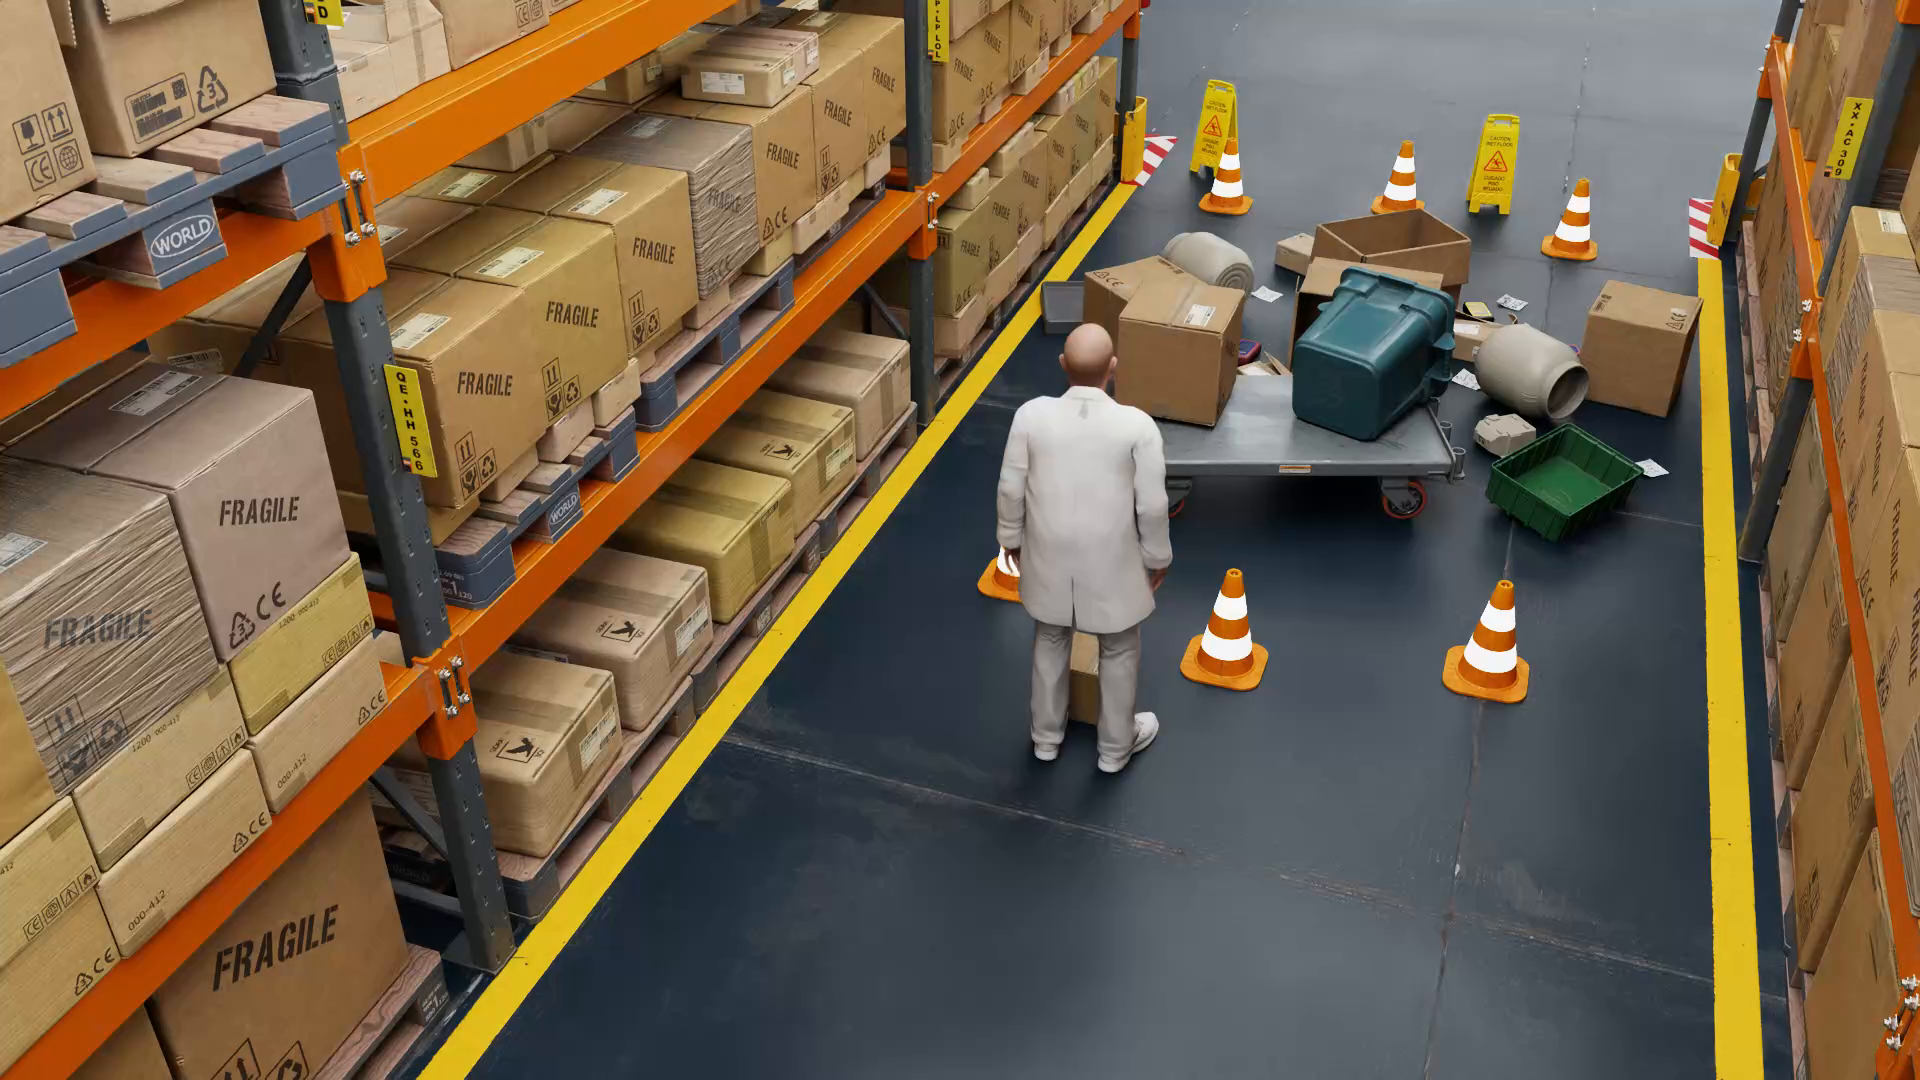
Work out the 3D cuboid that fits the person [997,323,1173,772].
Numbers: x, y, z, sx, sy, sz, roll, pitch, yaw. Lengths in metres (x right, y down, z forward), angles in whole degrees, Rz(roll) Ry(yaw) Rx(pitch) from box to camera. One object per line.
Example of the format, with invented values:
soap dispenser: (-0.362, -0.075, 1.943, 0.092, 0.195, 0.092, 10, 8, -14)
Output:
person: (0.448, 0.047, 6.080, 0.654, 1.774, 0.422, 9, 34, 14)
